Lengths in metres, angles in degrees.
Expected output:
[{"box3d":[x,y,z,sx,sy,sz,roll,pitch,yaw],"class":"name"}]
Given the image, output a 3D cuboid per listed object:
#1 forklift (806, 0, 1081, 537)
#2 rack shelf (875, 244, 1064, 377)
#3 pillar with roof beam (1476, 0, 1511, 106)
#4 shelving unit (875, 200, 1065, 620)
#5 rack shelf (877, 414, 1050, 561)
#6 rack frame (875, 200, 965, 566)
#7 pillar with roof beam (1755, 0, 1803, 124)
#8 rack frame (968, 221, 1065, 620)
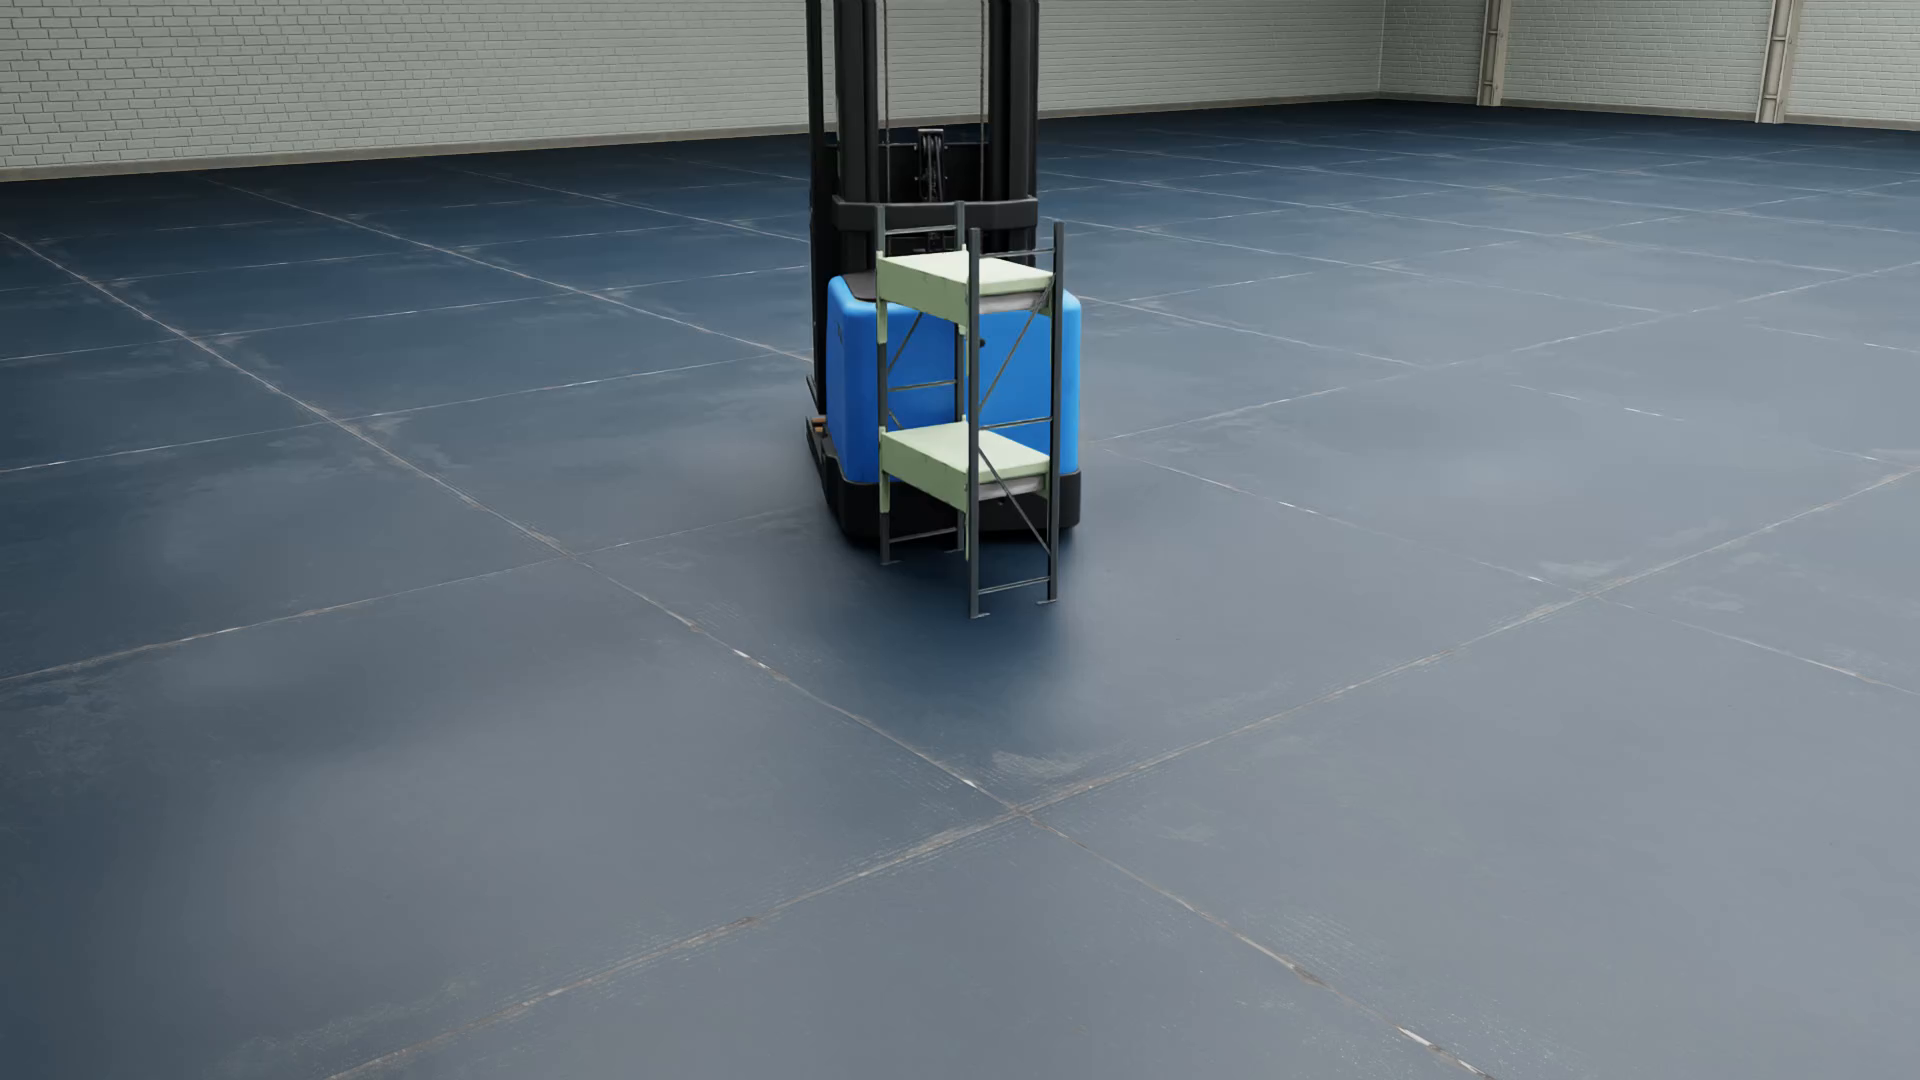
[{"box3d":[-0.213,-1.825,8.213,1.130,2.935,3.031,-3,19,-9],"class":"forklift"},{"box3d":[0.025,-0.906,6.471,0.431,0.370,0.720,-10,21,-29],"class":"rack shelf"},{"box3d":[7.729,-12.560,30.977,9.100,9.000,0.400,-14,23,-36],"class":"pillar with roof beam"},{"box3d":[0.025,-0.536,6.594,0.431,1.500,0.755,-10,21,-29],"class":"shelving unit"},{"box3d":[0.025,-0.226,6.696,0.431,0.370,0.720,-10,21,-29],"class":"rack shelf"},{"box3d":[-0.159,-0.635,6.894,0.400,1.500,0.023,-10,21,-29],"class":"rack frame"},{"box3d":[11.455,-11.081,26.512,9.100,9.000,0.400,-14,23,-36],"class":"pillar with roof beam"},{"box3d":[0.209,-0.436,6.294,0.400,1.500,0.023,-10,21,-29],"class":"rack frame"}]
